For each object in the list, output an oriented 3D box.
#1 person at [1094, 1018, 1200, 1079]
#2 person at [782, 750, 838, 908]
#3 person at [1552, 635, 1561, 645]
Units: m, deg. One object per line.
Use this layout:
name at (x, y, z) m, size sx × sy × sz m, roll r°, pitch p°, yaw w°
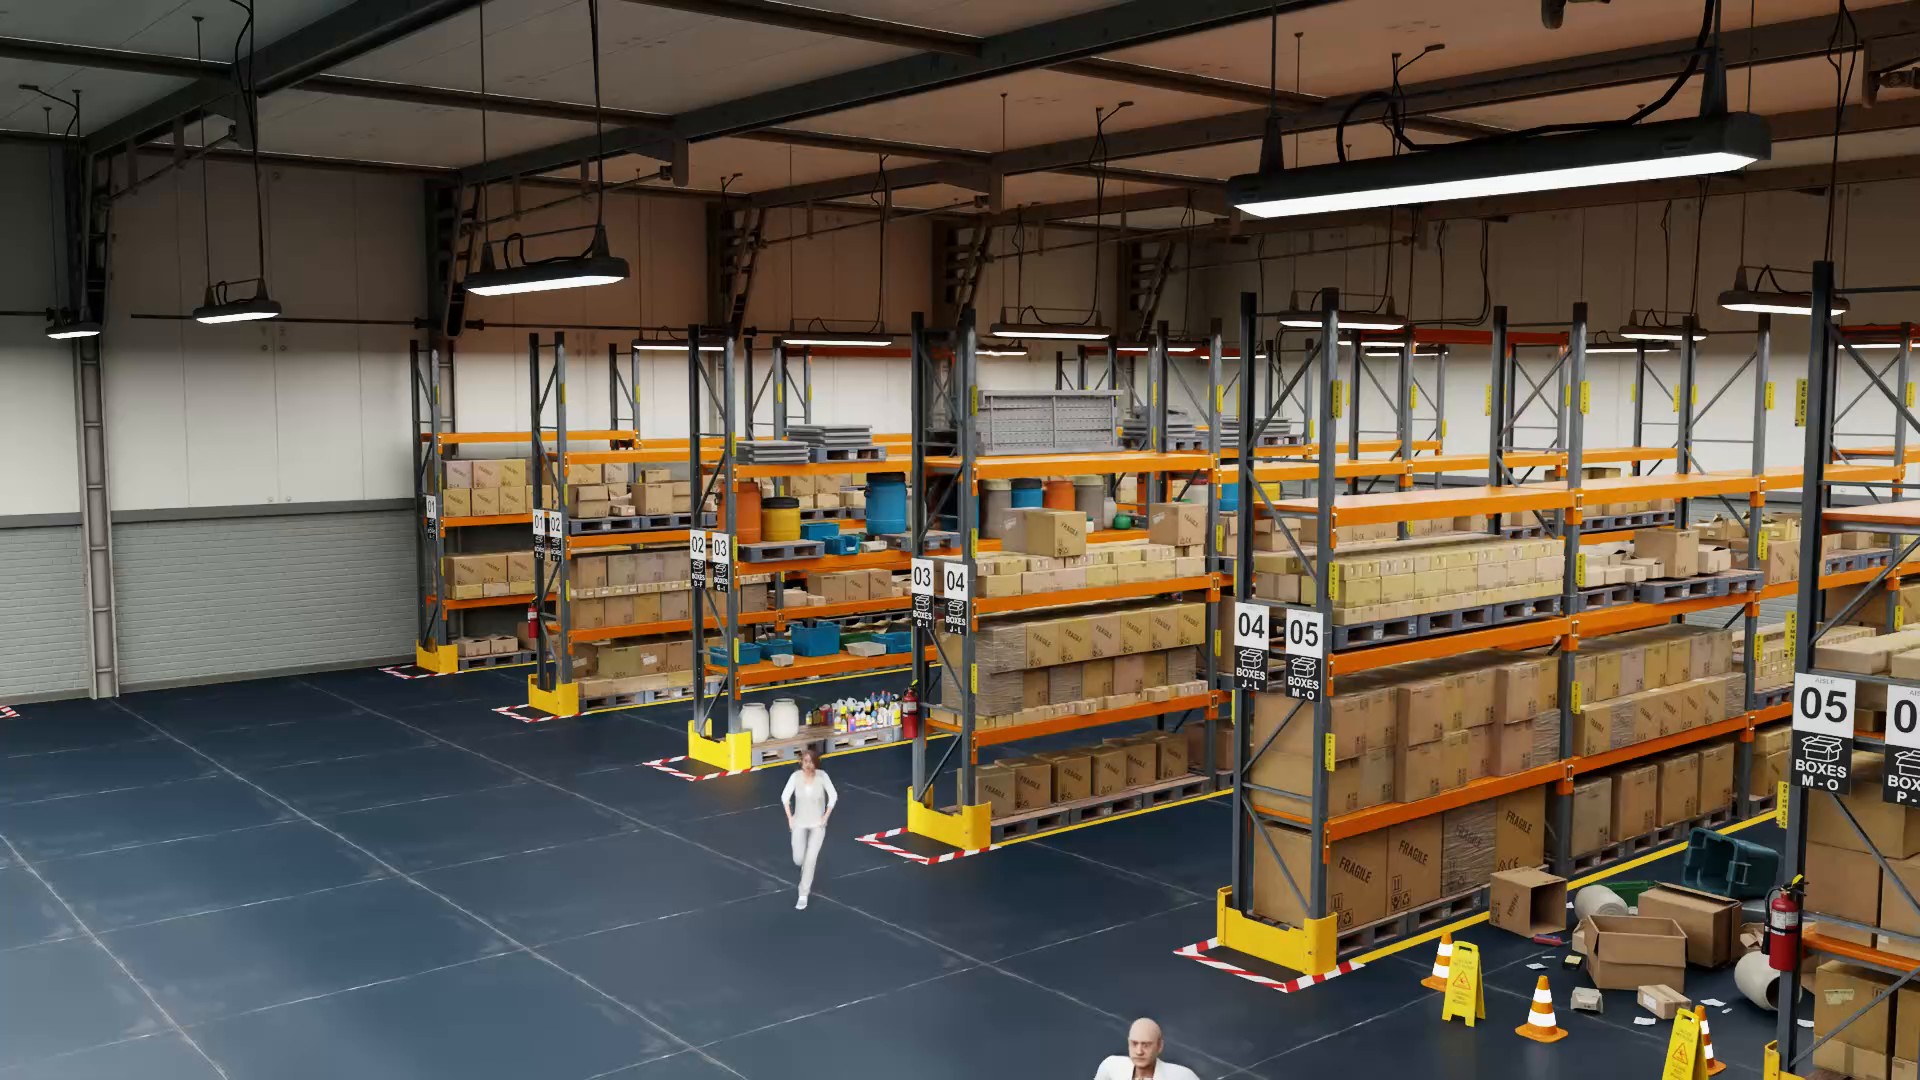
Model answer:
person at (1.029, 3.449, 8.953) m, size 0.680 × 1.815 × 0.978 m, roll 1°, pitch 5°, yaw 10°
person at (-1.509, 2.858, 16.709) m, size 0.561 × 1.568 × 0.603 m, roll 0°, pitch 5°, yaw -1°
person at (8.360, 2.187, 23.115) m, size 0.688 × 1.786 × 0.892 m, roll 4°, pitch 7°, yaw 40°
